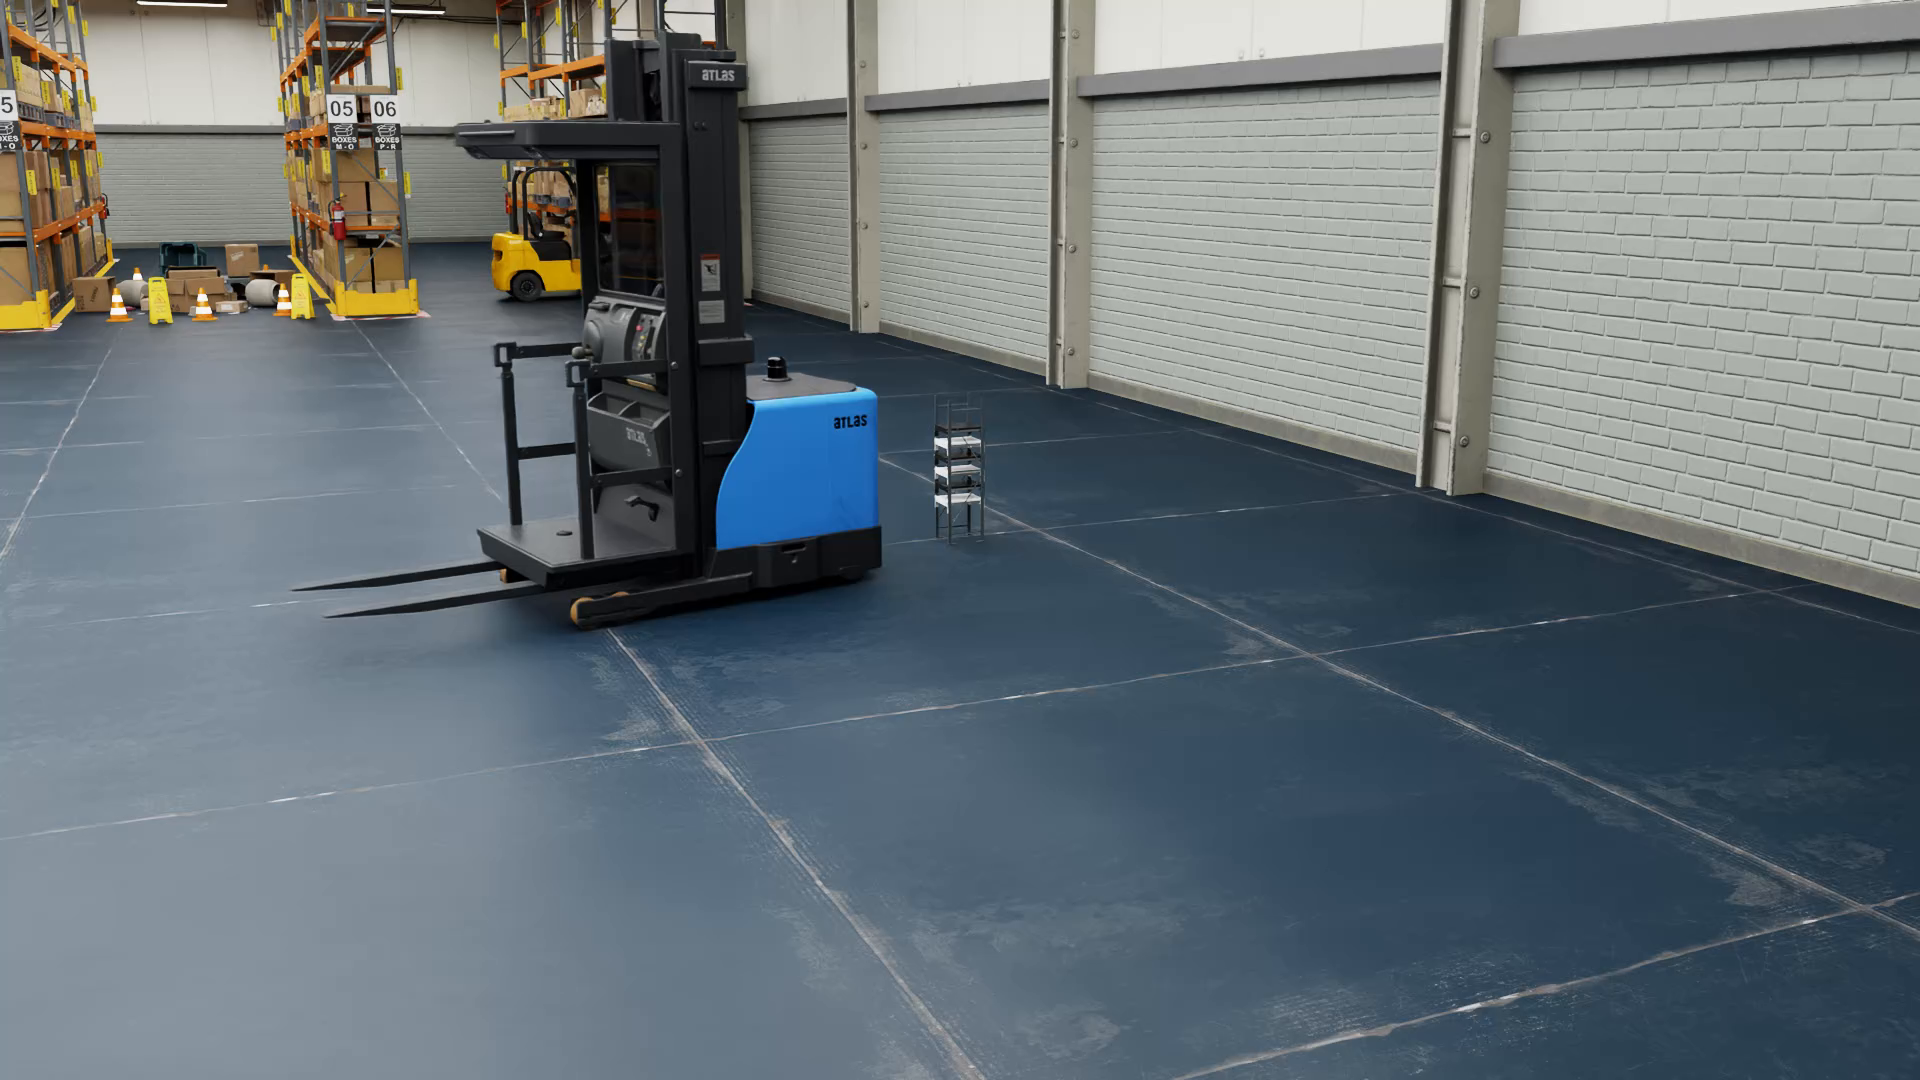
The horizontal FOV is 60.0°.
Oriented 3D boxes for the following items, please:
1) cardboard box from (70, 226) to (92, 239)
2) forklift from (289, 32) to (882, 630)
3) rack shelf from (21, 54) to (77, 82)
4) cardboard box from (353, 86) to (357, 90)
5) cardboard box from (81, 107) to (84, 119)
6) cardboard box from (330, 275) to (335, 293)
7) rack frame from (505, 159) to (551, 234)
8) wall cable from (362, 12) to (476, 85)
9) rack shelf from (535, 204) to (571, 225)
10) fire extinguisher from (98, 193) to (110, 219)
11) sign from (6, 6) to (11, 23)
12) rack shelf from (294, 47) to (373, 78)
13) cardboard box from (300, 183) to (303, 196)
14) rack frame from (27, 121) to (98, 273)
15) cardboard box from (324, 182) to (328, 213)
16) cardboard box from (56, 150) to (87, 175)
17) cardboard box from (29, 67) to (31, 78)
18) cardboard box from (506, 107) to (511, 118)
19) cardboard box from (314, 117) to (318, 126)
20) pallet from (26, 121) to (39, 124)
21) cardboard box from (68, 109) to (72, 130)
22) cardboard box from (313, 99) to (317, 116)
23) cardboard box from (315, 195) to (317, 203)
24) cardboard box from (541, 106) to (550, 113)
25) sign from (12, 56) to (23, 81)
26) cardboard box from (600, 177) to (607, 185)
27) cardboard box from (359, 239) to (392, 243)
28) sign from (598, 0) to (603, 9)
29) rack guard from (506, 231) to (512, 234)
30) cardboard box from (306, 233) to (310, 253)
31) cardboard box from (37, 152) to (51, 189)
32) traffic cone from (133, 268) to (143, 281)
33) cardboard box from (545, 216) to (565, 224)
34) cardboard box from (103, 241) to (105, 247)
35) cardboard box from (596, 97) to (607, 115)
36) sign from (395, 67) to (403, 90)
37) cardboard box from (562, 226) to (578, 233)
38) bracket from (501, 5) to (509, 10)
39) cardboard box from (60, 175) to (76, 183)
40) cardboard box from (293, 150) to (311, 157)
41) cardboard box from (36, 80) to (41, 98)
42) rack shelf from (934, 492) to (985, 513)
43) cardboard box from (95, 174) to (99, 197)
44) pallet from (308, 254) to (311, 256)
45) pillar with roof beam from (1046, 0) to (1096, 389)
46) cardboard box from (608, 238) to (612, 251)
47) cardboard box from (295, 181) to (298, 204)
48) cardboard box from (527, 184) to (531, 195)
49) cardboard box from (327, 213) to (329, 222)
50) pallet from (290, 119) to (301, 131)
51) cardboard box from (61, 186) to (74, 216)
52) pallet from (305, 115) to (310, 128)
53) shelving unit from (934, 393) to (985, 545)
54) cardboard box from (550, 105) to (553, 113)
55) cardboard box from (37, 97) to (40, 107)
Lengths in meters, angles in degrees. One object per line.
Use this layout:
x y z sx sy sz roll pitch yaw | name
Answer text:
-17.552 -6.105 33.045 0.500 0.250 0.500 -6 14 -24 | cardboard box
-1.941 -1.107 8.655 3.031 2.935 1.130 -9 16 -34 | forklift
-17.281 -8.848 31.126 1.077 0.370 4.000 -6 14 -23 | rack shelf
-10.458 -7.795 29.036 0.500 0.250 0.500 -6 14 -24 | cardboard box
-18.251 -8.740 34.054 0.500 0.250 0.500 -6 14 -23 | cardboard box
-9.766 -4.096 26.581 0.500 0.250 0.500 -6 14 -25 | cardboard box
-10.643 -8.628 40.995 1.000 3.000 0.127 -6 14 -23 | rack frame
-14.468 -12.580 44.686 2.988 3.039 0.133 -6 14 -23 | wall cable
-8.240 -7.037 35.720 1.077 0.370 4.000 -6 14 -23 | rack shelf
-19.363 -7.585 37.488 0.296 0.674 0.183 -6 14 -23 | fire extinguisher
-18.587 -10.255 32.476 0.100 0.325 0.005 -6 14 -23 | sign
-11.184 -8.490 29.577 1.077 0.370 4.000 -6 14 -23 | rack shelf
-12.844 -6.983 33.112 0.500 0.250 0.500 -6 14 -24 | cardboard box
-18.082 -6.884 33.462 1.000 3.000 0.127 -6 14 -23 | rack frame
-9.644 -5.361 26.001 0.500 0.500 0.500 -6 14 -23 | cardboard box
-18.040 -7.680 33.802 0.500 0.500 0.500 -5 14 -22 | cardboard box
-13.934 -6.904 24.533 0.380 0.149 0.250 -6 14 -24 | cardboard box
-10.509 -10.183 39.628 0.500 0.250 0.500 -6 14 -23 | cardboard box
-10.431 -6.892 27.402 0.380 0.149 0.250 -6 14 -23 | cardboard box
-15.290 -6.784 26.803 0.805 0.209 1.217 -6 14 -25 | pallet
-16.672 -7.812 30.599 0.500 0.500 0.500 -6 14 -23 | cardboard box
-10.053 -6.906 26.579 0.500 0.250 0.500 -5 14 -22 | cardboard box
-11.173 -6.021 29.359 0.380 0.149 0.250 -5 14 -22 | cardboard box
-8.652 -9.124 35.232 0.380 0.149 0.250 -6 14 -23 | cardboard box
-12.764 -6.380 22.515 0.100 0.325 0.005 -6 14 -23 | sign
-6.573 -6.713 31.062 0.380 0.149 0.250 -6 14 -25 | cardboard box
-9.694 -4.727 27.644 0.500 0.500 0.500 -5 14 -22 | cardboard box
-6.328 -9.513 29.270 0.100 0.325 0.005 -6 14 -23 | sign
-10.613 -7.394 41.209 1.175 0.500 0.348 -6 14 -23 | rack guard
-14.100 -6.633 37.126 0.875 0.438 0.875 -6 14 -25 | cardboard box
-14.435 -5.648 25.393 0.875 0.550 0.550 -6 14 -23 | cardboard box
-14.031 -4.409 28.393 0.336 0.463 0.334 -6 14 -23 | traffic cone
-8.993 -7.101 36.915 0.380 0.149 0.250 -6 14 -26 | cardboard box
-19.212 -6.588 36.913 0.380 0.149 0.250 -6 14 -24 | cardboard box
-6.349 -7.947 30.447 0.500 0.311 0.500 -6 14 -25 | cardboard box
-8.283 -6.809 24.547 0.100 0.325 0.005 -6 14 -23 | sign
-8.236 -6.579 35.316 0.380 0.149 0.250 -6 14 -24 | cardboard box
-12.338 -14.486 45.019 0.235 0.232 0.430 -6 14 -23 | bracket
-17.332 -6.977 32.167 0.380 0.149 0.250 -6 14 -25 | cardboard box
-14.002 -8.239 35.437 0.380 0.149 0.250 -6 14 -24 | cardboard box
-14.445 -6.939 25.568 0.500 0.250 0.500 -6 14 -24 | cardboard box
-0.003 -0.232 10.324 0.258 0.077 0.200 -6 14 -23 | rack shelf
-18.855 -7.624 35.776 0.500 0.500 0.500 -6 14 -23 | cardboard box
-13.820 -6.158 36.507 1.003 0.211 1.213 -6 14 -23 | pallet
-2.824 -5.602 14.617 9.100 9.000 0.400 -6 14 -23 | pillar with roof beam
-6.055 -5.303 30.965 0.875 0.625 0.625 -5 14 -20 | cardboard box
-14.007 -7.474 35.787 0.500 0.500 0.500 -5 14 -22 | cardboard box
-9.682 -8.058 38.208 0.500 0.250 0.500 -6 14 -23 | cardboard box
-9.920 -5.168 26.605 0.380 0.149 0.250 -6 14 -23 | cardboard box
-12.291 -8.023 32.150 1.213 0.211 1.003 -5 14 -20 | pallet
-15.855 -5.934 29.137 0.500 0.500 0.500 -6 14 -23 | cardboard box
-10.951 -7.420 29.542 1.213 0.211 1.003 -6 14 -23 | pallet
-0.003 -0.440 10.276 0.258 0.900 0.210 -6 14 -23 | shelving unit
-8.367 -9.015 34.803 0.380 0.149 0.250 -6 14 -23 | cardboard box
-14.233 -6.672 25.296 0.380 0.149 0.250 -5 14 -22 | cardboard box
